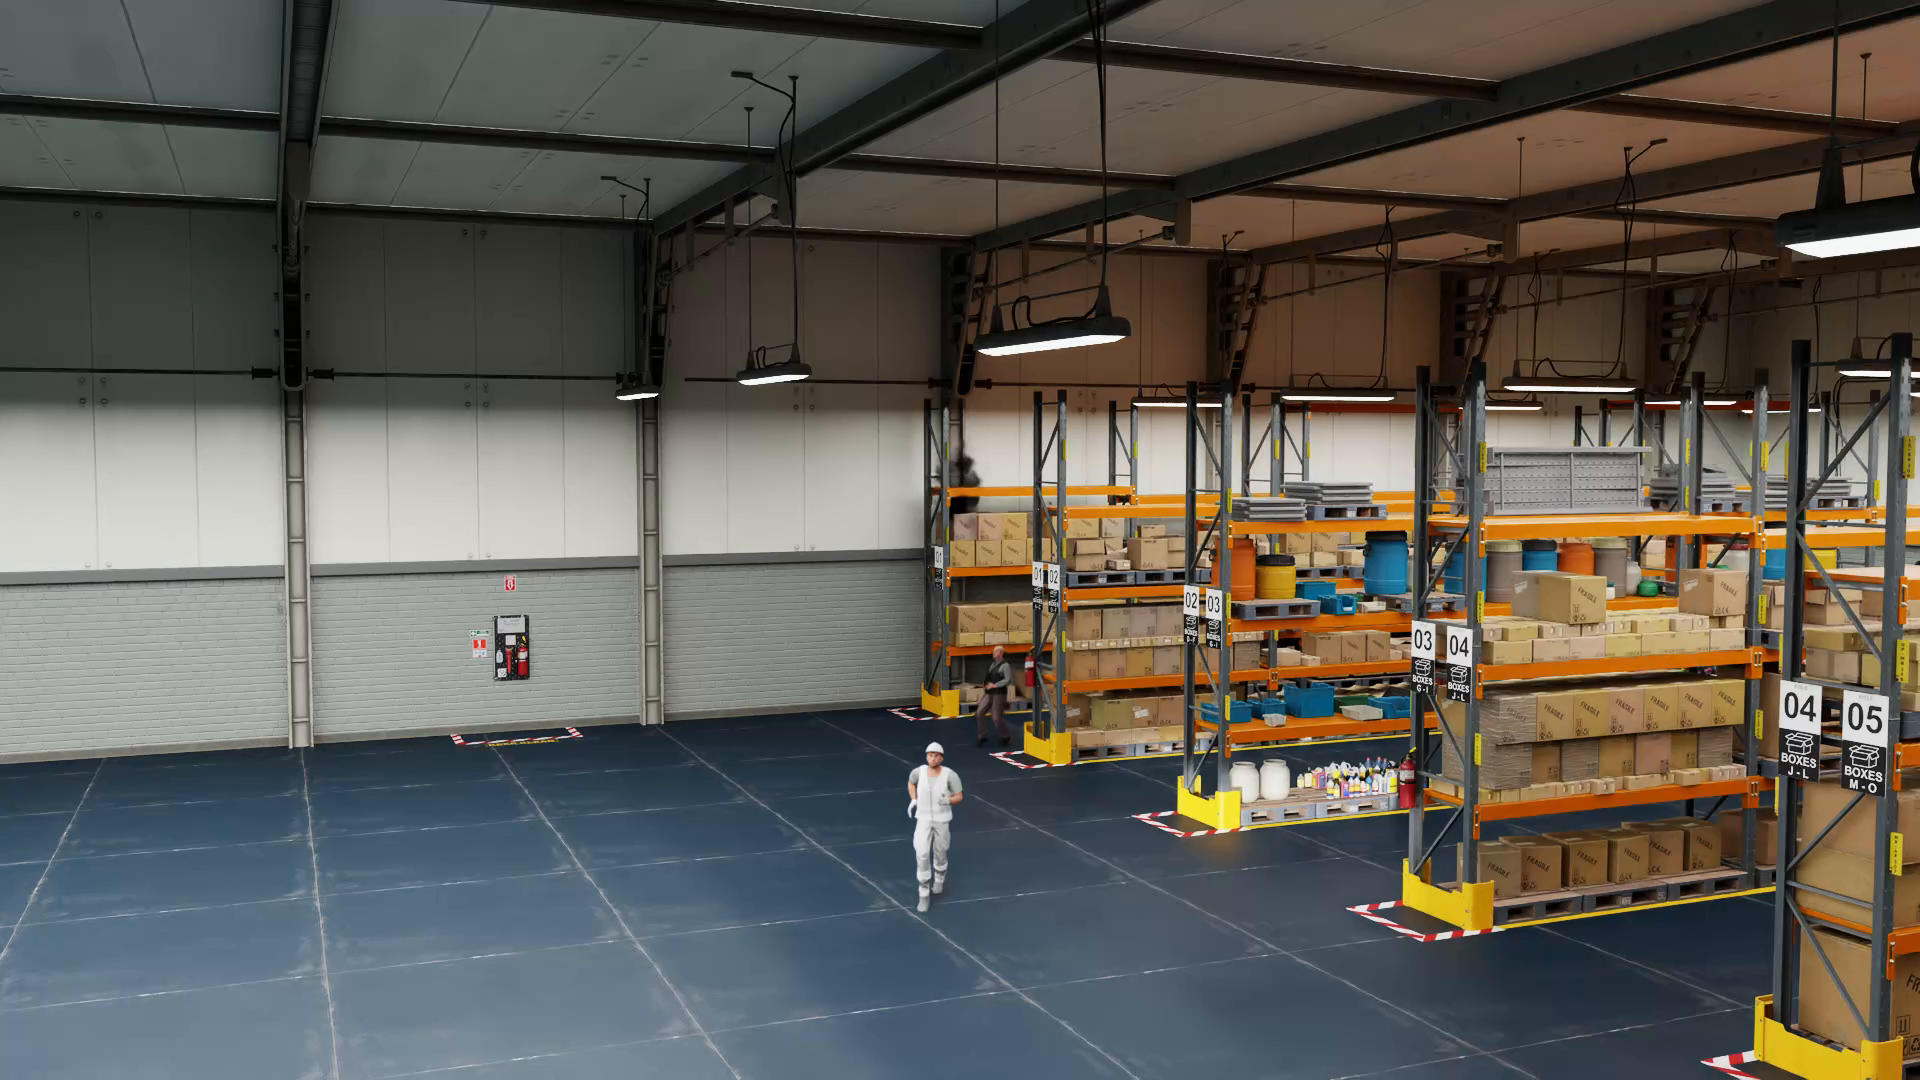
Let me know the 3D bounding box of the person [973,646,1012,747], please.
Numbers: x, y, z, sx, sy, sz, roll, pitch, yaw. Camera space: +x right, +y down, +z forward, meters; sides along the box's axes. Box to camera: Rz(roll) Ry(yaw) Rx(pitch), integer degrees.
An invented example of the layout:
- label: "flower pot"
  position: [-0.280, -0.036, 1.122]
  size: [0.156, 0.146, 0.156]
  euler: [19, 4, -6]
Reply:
- label: "person"
  position: [0.586, 2.666, 28.264]
  size: [0.685, 1.749, 0.690]
  euler: [-3, 4, -38]

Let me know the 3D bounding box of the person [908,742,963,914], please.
- label: "person"
  position: [-0.286, 3.171, 18.584]
  size: [0.634, 1.841, 0.838]
  euler: [0, 3, 4]
